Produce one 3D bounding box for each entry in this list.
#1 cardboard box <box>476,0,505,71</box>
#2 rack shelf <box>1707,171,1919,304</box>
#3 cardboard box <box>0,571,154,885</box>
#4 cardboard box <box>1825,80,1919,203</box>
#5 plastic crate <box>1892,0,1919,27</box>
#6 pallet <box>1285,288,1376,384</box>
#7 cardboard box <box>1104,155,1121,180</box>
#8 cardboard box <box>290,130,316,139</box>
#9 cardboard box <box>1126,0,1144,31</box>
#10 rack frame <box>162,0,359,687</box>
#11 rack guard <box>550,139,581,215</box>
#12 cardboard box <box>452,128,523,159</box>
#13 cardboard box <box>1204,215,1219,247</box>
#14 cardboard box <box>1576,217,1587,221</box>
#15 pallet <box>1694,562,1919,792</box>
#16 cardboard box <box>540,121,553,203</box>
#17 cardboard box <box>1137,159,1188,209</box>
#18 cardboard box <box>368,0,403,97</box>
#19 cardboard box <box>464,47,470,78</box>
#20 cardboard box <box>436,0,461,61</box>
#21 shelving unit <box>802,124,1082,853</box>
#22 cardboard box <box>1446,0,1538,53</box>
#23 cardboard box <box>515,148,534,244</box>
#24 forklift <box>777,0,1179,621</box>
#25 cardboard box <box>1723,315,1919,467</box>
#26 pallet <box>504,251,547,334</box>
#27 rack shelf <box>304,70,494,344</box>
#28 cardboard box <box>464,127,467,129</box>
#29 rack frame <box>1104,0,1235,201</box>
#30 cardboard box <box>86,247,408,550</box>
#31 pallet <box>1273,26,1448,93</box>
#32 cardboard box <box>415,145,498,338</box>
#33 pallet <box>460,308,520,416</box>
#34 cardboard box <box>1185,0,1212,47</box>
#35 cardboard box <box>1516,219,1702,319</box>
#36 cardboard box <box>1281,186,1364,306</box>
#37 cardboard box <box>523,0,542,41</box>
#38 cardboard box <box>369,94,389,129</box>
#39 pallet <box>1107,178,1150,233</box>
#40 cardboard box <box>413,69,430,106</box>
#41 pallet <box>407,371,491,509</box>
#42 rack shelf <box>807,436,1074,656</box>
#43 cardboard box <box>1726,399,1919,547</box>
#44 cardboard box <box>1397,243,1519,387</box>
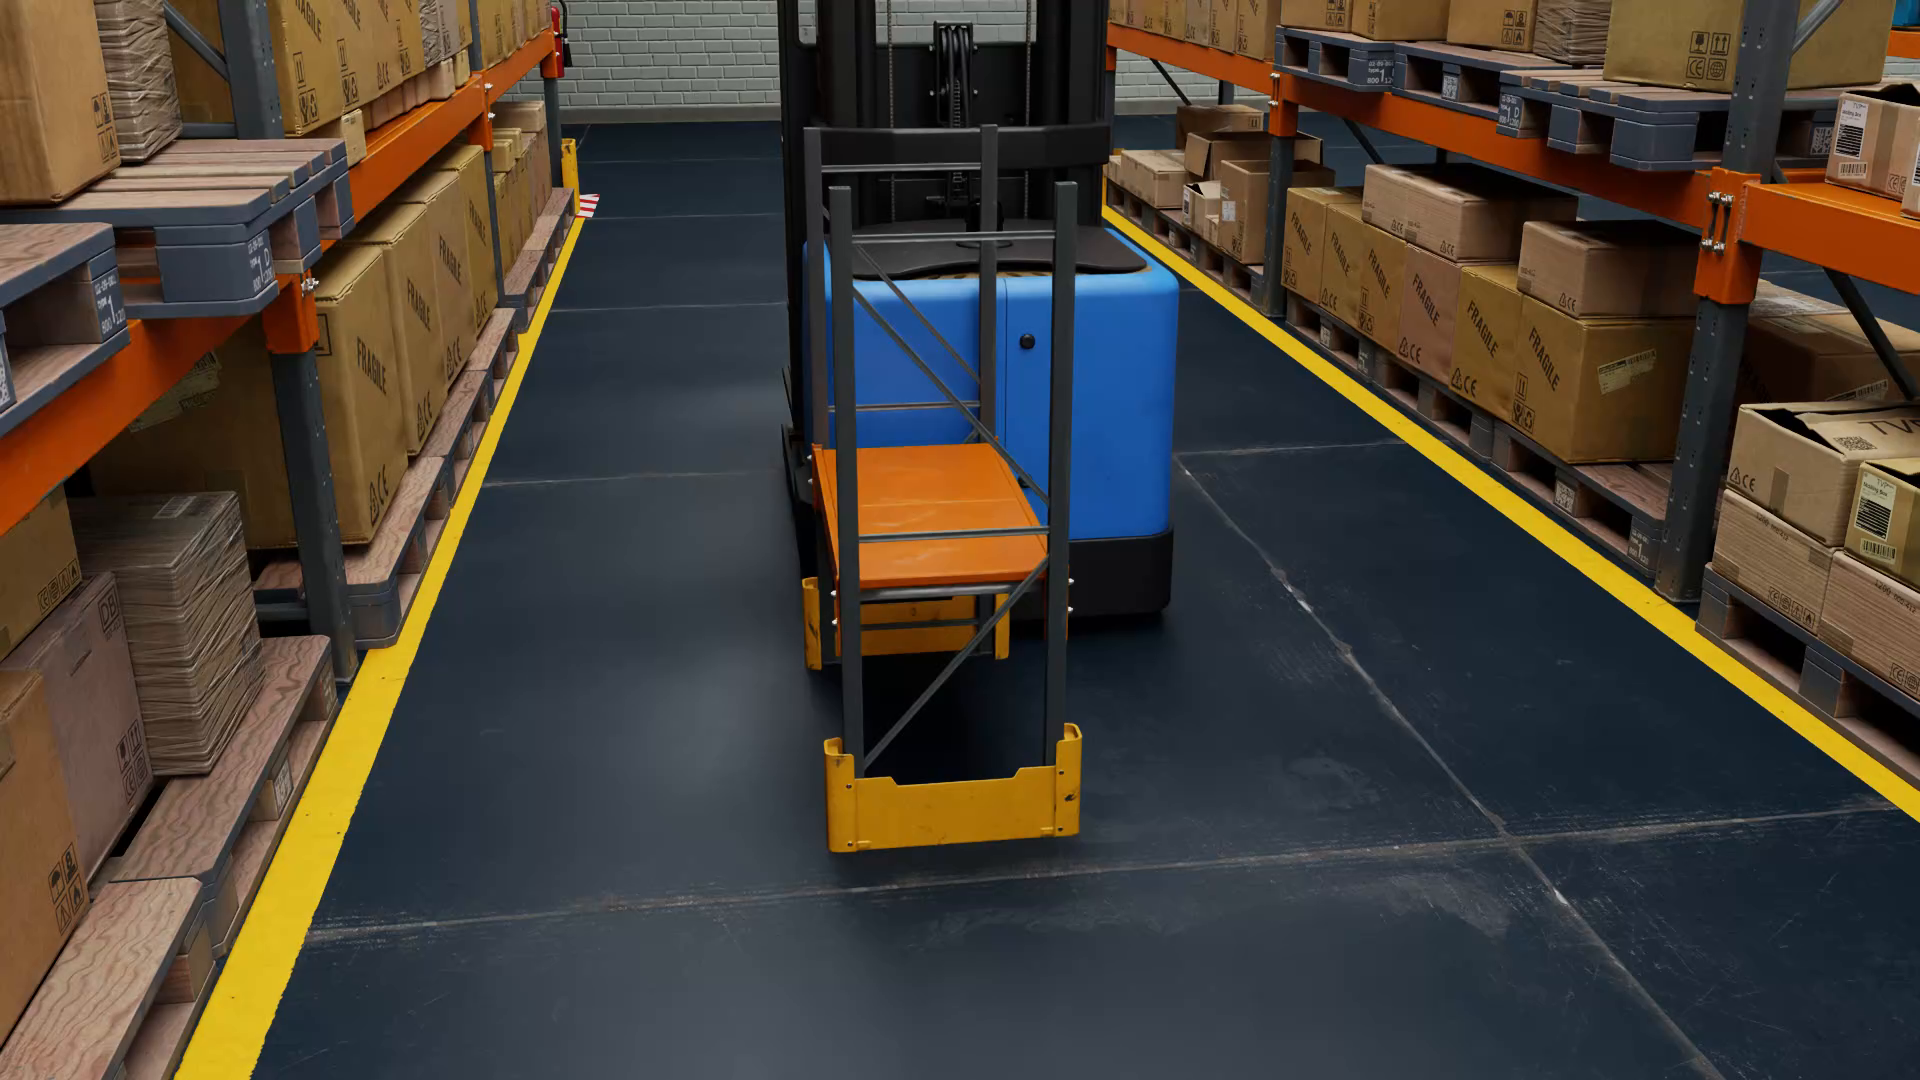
[{"bbox_3d":[-2.838,-2.709,8.253,0.980,0.700,0.700,-3,21,-7],"label":"cardboard box"},{"bbox_3d":[2.990,-0.217,3.037,1.077,0.370,4.000,-3,21,-8],"label":"rack shelf"},{"bbox_3d":[-2.085,0.401,3.300,0.700,0.500,0.500,-3,21,-8],"label":"cardboard box"},{"bbox_3d":[2.711,-1.076,4.438,0.500,0.311,0.500,-2,21,-4],"label":"cardboard box"},{"bbox_3d":[6.394,-3.552,11.093,0.416,0.233,0.300,-3,21,-8],"label":"plastic crate"},{"bbox_3d":[2.280,-1.045,8.212,1.003,0.211,1.213,-3,21,-8],"label":"pallet"},{"bbox_3d":[1.269,-2.724,12.169,0.380,0.149,0.250,-3,21,-8],"label":"cardboard box"},{"bbox_3d":[-2.045,-1.100,4.705,0.380,0.149,0.250,-3,21,-7],"label":"cardboard box"},{"bbox_3d":[1.432,-3.717,11.239,0.500,0.500,0.500,-3,21,-8],"label":"cardboard box"},{"bbox_3d":[-2.199,-0.995,4.093,1.000,3.000,0.127,-3,21,-8],"label":"rack frame"},{"bbox_3d":[-3.356,-2.602,11.969,1.175,0.500,0.348,-3,21,-8],"label":"rack guard"},{"bbox_3d":[-2.726,-2.282,9.584,0.380,0.149,0.250,-4,21,-9],"label":"cardboard box"},{"bbox_3d":[1.649,-1.811,9.725,0.380,0.149,0.250,-3,21,-8],"label":"cardboard box"},{"bbox_3d":[2.615,-1.164,7.491,0.500,0.500,0.500,-3,21,-7],"label":"cardboard box"},{"bbox_3d":[2.782,0.347,4.485,1.003,0.211,1.213,-3,21,-8],"label":"pallet"},{"bbox_3d":[-3.153,-2.553,11.237,0.700,0.500,0.500,-3,21,-8],"label":"cardboard box"},{"bbox_3d":[1.491,-2.385,11.116,0.500,0.250,0.500,-3,21,-8],"label":"cardboard box"},{"bbox_3d":[-2.153,-1.725,5.452,0.500,0.500,0.500,-3,21,-8],"label":"cardboard box"},{"bbox_3d":[-2.447,-2.169,7.566,0.380,0.149,0.250,-3,21,-7],"label":"cardboard box"},{"bbox_3d":[-2.377,-2.252,6.862,0.500,0.500,0.500,-3,21,-7],"label":"cardboard box"},{"bbox_3d":[-0.084,-0.188,4.075,0.587,1.500,1.083,-3,21,-7],"label":"shelving unit"},{"bbox_3d":[2.441,-2.266,6.753,0.700,0.500,0.500,-8,22,-21],"label":"cardboard box"},{"bbox_3d":[-2.923,-2.022,9.814,0.700,0.500,0.500,-2,21,-6],"label":"cardboard box"},{"bbox_3d":[-0.092,-1.591,5.787,1.130,2.935,3.031,-3,21,-8],"label":"forklift"},{"bbox_3d":[2.919,-0.453,5.586,0.500,0.500,0.500,-2,21,-5],"label":"cardboard box"},{"bbox_3d":[-2.808,-1.341,9.004,1.003,0.211,1.213,-3,21,-8],"label":"pallet"},{"bbox_3d":[-2.488,-1.350,6.073,1.077,0.370,4.000,-3,21,-8],"label":"rack shelf"},{"bbox_3d":[-3.184,-2.451,10.038,0.380,0.149,0.250,-3,21,-7],"label":"cardboard box"},{"bbox_3d":[1.549,-4.016,12.181,1.000,3.000,0.127,-3,21,-8],"label":"rack frame"},{"bbox_3d":[-2.175,-0.446,5.095,0.750,0.750,0.750,-3,21,-8],"label":"cardboard box"},{"bbox_3d":[2.133,-2.259,7.751,1.003,0.211,1.213,-3,21,-8],"label":"pallet"},{"bbox_3d":[-2.553,-1.351,7.519,0.750,0.750,0.750,-3,21,-7],"label":"cardboard box"},{"bbox_3d":[-2.590,-0.810,7.584,1.003,0.211,1.213,-3,21,-8],"label":"pallet"},{"bbox_3d":[1.648,-3.194,9.838,0.500,0.500,0.500,-2,21,-7],"label":"cardboard box"},{"bbox_3d":[2.323,-0.964,5.881,0.500,0.250,0.500,-2,21,-6],"label":"cardboard box"},{"bbox_3d":[1.954,-1.486,8.352,0.500,0.500,0.500,-4,21,-10],"label":"cardboard box"},{"bbox_3d":[-3.153,-3.478,10.312,0.980,0.700,0.700,-3,21,-8],"label":"cardboard box"},{"bbox_3d":[-2.249,-1.543,5.890,0.380,0.149,0.250,-3,21,-7],"label":"cardboard box"},{"bbox_3d":[1.676,-2.407,11.860,1.003,0.211,1.213,-3,21,-8],"label":"pallet"},{"bbox_3d":[-2.329,-1.814,6.617,0.380,0.149,0.250,-3,21,-8],"label":"cardboard box"},{"bbox_3d":[-2.411,-0.387,6.450,1.003,0.211,1.213,-3,21,-8],"label":"pallet"},{"bbox_3d":[-0.082,-0.016,4.130,0.538,0.185,1.000,-3,21,-7],"label":"rack shelf"},{"bbox_3d":[2.487,-0.221,4.550,0.500,0.311,0.500,-2,21,-6],"label":"cardboard box"},{"bbox_3d":[2.179,-0.954,6.926,0.500,0.500,0.500,-4,21,-10],"label":"cardboard box"}]
